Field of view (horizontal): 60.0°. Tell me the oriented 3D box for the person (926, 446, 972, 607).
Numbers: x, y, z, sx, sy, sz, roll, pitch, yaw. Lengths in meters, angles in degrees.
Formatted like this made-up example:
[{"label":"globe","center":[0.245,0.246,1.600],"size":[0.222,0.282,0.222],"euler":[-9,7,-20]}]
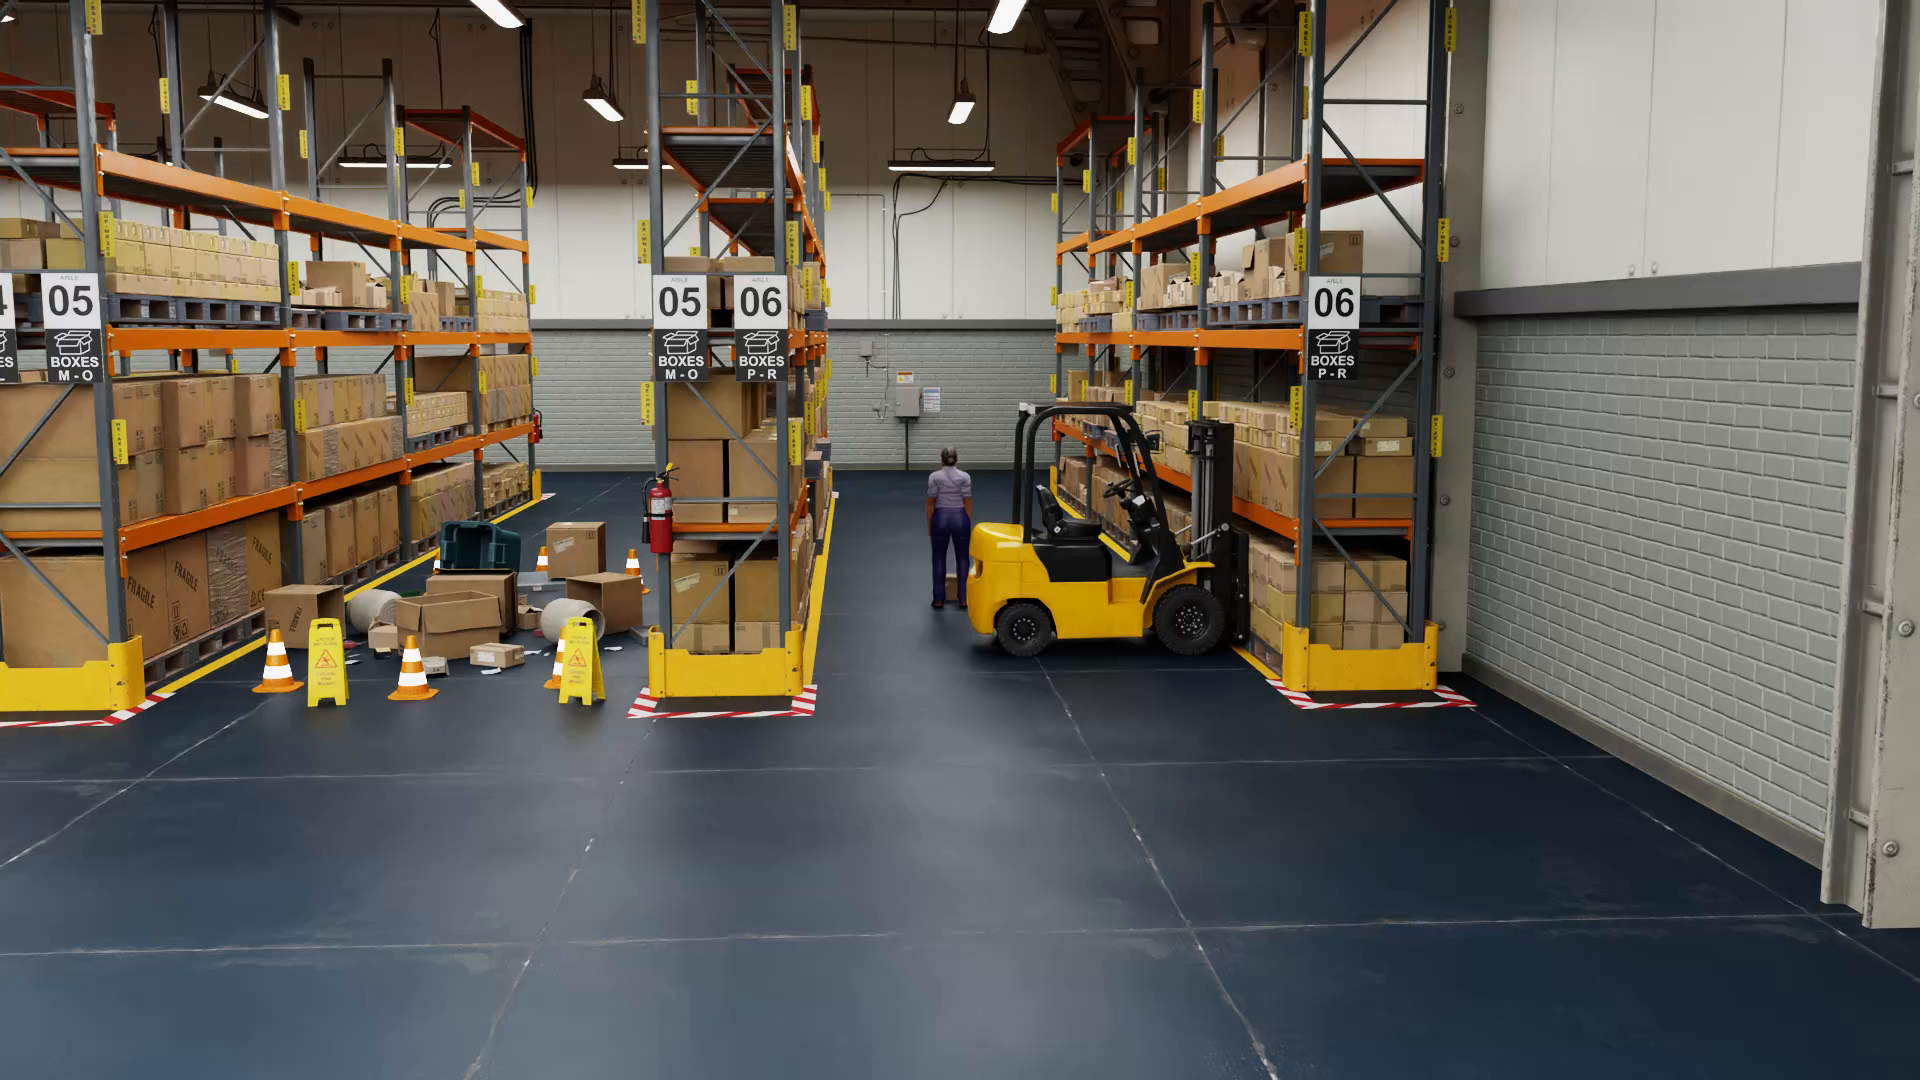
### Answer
[{"label":"person","center":[-0.114,-0.125,16.949],"size":[0.468,1.673,0.343],"euler":[0,7,-2]}]
